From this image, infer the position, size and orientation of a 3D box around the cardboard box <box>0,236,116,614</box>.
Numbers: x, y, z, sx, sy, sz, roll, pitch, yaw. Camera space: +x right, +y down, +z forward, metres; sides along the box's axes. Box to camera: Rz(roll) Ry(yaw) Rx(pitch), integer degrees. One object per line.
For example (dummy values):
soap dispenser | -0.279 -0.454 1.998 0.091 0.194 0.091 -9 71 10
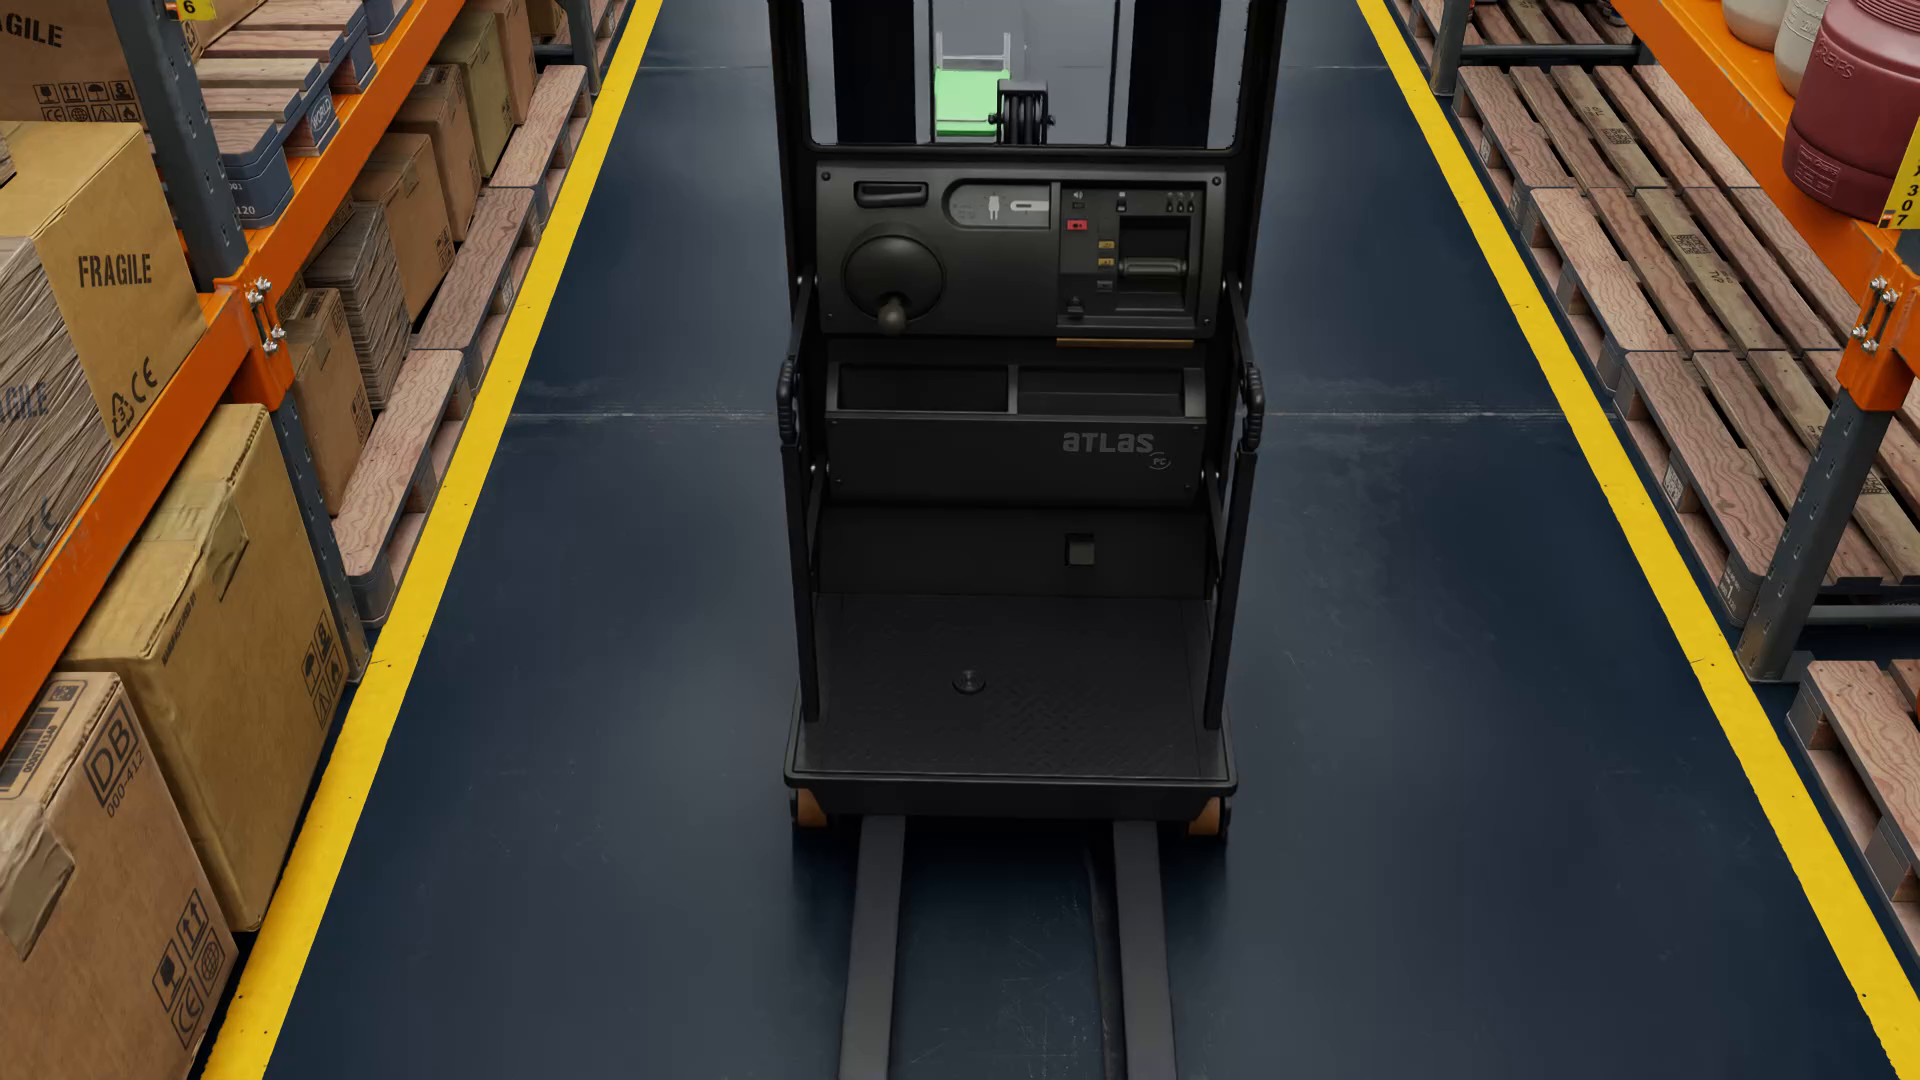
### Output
cardboard box | -1.964 -0.212 3.037 0.500 0.500 0.500 0 39 0

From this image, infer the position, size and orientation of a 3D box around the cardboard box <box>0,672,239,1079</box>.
cardboard box | -2.234 0.861 3.141 1.225 0.875 0.875 0 39 0

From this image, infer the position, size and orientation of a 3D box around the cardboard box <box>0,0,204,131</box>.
cardboard box | -2.247 -1.334 4.100 0.500 0.500 0.500 -5 39 -6

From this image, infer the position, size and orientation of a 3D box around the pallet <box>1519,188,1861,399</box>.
pallet | 2.786 -0.955 6.272 1.003 0.211 1.213 0 39 0

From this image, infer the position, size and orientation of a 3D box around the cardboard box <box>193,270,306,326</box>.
cardboard box | -2.238 -0.702 4.774 0.500 0.250 0.500 1 39 2

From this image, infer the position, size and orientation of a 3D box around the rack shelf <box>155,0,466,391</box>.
rack shelf | -2.209 -1.764 5.627 1.077 0.370 4.000 0 39 0

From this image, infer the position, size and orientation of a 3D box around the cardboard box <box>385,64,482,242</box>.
cardboard box | -2.249 -1.459 6.319 0.700 0.500 0.500 -3 39 -4

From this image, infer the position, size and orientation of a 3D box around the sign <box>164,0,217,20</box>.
sign | -1.652 -1.248 3.483 0.100 0.325 0.005 0 39 0

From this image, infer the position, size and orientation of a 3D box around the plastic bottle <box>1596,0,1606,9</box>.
plastic bottle | 3.179 -2.705 8.113 0.097 0.201 0.097 0 39 0

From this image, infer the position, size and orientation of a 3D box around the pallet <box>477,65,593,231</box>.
pallet | -2.209 -1.720 7.228 1.003 0.211 1.213 0 39 0

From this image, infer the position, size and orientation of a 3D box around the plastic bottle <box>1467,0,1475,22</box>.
plastic bottle | 2.429 -2.605 7.988 0.097 0.201 0.097 0 39 0

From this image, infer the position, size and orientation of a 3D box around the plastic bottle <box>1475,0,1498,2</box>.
plastic bottle | 2.597 -2.839 8.161 0.144 0.351 0.185 0 39 0

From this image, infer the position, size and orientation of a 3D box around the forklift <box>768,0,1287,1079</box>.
forklift | 0.133 -0.586 3.637 1.130 2.935 3.031 1 39 1

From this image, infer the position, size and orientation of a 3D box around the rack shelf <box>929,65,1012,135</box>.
rack shelf | 0.036 -1.350 5.310 0.258 0.148 0.480 1 39 1

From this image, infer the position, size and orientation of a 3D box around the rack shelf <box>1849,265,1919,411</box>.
rack shelf | 2.748 0.734 2.510 1.077 0.370 4.000 0 39 0

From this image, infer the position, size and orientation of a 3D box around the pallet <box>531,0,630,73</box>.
pallet | -2.248 -2.627 8.359 1.003 0.211 1.213 0 39 0

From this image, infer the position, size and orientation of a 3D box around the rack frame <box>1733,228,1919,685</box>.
rack frame | 2.746 -0.797 3.846 1.000 3.000 0.127 0 39 0

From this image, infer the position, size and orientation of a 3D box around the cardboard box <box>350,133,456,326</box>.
cardboard box | -2.249 -1.110 5.884 0.700 0.500 0.500 3 39 4

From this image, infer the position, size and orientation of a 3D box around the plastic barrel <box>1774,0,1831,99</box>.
plastic barrel | 2.531 -1.484 4.614 0.421 0.512 0.421 0 39 0

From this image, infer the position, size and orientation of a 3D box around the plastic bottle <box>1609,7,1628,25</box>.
plastic bottle | 3.180 -2.605 7.932 0.097 0.271 0.097 0 39 0

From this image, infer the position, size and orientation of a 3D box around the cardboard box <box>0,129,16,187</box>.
cardboard box | -2.222 -0.767 2.926 0.797 0.503 0.637 1 39 1

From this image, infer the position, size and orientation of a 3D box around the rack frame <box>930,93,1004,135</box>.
rack frame | 0.030 -0.873 5.380 0.240 1.200 0.015 1 39 1

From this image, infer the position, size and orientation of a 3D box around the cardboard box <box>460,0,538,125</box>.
cardboard box | -2.232 -2.107 7.128 0.700 0.500 0.500 -3 39 -4

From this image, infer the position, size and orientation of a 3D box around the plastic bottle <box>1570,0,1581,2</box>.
plastic bottle | 3.045 -2.812 8.180 0.061 0.283 0.133 0 39 0

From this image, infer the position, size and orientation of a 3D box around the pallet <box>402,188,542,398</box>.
pallet | -2.205 -0.955 6.273 1.003 0.211 1.213 0 39 0

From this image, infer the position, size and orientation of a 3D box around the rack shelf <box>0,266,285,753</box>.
rack shelf | -2.205 0.738 2.506 1.077 0.370 4.000 0 39 0

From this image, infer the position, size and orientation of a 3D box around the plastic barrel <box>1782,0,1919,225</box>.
plastic barrel | 2.443 -1.140 4.165 0.600 0.536 0.708 0 39 0

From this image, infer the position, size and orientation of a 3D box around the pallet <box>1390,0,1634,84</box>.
pallet | 2.782 -2.631 8.364 1.003 0.211 1.213 0 39 0

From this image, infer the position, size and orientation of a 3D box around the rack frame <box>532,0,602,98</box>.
rack frame | -2.211 -3.295 6.963 1.000 3.000 0.127 0 39 0

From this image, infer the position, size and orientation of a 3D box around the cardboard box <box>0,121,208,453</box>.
cardboard box | -1.958 -0.524 3.426 0.500 0.500 0.500 1 39 1

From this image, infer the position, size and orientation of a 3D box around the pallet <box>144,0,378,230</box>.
pallet | -2.314 -1.164 4.458 1.213 0.211 1.003 0 39 0

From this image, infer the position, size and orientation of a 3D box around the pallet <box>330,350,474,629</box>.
pallet | -2.206 -0.194 5.324 1.003 0.211 1.213 0 39 0

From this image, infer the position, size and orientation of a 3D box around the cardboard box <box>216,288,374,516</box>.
cardboard box | -2.228 -0.409 5.009 0.700 0.500 0.500 -2 39 -2

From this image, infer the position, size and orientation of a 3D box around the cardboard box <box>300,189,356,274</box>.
cardboard box | -2.248 -1.033 5.188 0.500 0.250 0.500 4 39 5

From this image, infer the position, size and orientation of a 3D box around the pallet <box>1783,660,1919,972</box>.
pallet | 2.789 0.784 4.103 1.003 0.211 1.213 0 39 0

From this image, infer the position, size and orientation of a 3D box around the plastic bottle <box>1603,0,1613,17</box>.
plastic bottle | 3.179 -2.641 8.033 0.097 0.201 0.097 0 39 0

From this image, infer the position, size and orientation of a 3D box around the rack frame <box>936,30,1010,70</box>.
rack frame | 0.043 -1.178 5.760 0.240 1.200 0.015 1 39 1

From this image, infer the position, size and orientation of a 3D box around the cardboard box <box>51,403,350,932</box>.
cardboard box | -2.227 0.303 3.836 1.225 0.875 0.875 -2 39 -2

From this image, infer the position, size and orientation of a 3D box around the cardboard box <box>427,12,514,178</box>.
cardboard box | -2.251 -1.809 6.756 0.700 0.500 0.500 0 39 0

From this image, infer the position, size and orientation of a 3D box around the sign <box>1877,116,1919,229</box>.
sign | 2.196 -0.856 3.789 0.100 0.325 0.005 0 39 0

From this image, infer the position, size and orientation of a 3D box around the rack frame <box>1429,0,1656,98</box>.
rack frame | 2.742 -3.299 6.968 1.000 3.000 0.127 0 39 0

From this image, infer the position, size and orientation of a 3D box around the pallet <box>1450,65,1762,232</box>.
pallet | 2.781 -1.719 7.227 1.003 0.211 1.213 0 39 0

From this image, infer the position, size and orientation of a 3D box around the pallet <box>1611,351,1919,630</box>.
pallet | 2.784 -0.194 5.323 1.003 0.211 1.213 0 39 0

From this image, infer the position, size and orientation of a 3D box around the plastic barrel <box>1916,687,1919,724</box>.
plastic barrel | 2.764 0.192 4.012 0.600 0.830 0.708 0 39 0

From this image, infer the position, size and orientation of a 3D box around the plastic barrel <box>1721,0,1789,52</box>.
plastic barrel | 2.531 -1.747 4.942 0.421 0.512 0.421 0 39 0

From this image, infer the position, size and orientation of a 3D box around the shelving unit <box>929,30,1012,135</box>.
shelving unit | 0.036 -1.025 5.570 0.258 1.200 0.503 1 39 1

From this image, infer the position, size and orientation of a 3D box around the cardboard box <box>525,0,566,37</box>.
cardboard box | -2.172 -2.734 7.926 0.500 0.500 0.500 -1 39 -1

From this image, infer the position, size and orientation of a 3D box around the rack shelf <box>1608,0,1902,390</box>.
rack shelf | 2.744 -1.767 5.632 1.077 0.370 4.000 0 39 0

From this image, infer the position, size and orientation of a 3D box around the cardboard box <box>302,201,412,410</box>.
cardboard box | -2.241 -0.756 5.441 0.700 0.500 0.500 -3 39 -4

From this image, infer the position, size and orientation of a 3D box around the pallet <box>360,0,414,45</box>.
pallet | -2.250 -1.957 5.446 1.003 0.211 1.213 0 39 0

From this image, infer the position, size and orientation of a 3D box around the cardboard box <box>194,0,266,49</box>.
cardboard box | -2.348 -1.683 4.536 0.700 0.500 0.500 5 39 7

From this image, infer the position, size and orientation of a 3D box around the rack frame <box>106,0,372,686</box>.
rack frame | -2.207 -0.794 3.842 1.000 3.000 0.127 0 39 0
